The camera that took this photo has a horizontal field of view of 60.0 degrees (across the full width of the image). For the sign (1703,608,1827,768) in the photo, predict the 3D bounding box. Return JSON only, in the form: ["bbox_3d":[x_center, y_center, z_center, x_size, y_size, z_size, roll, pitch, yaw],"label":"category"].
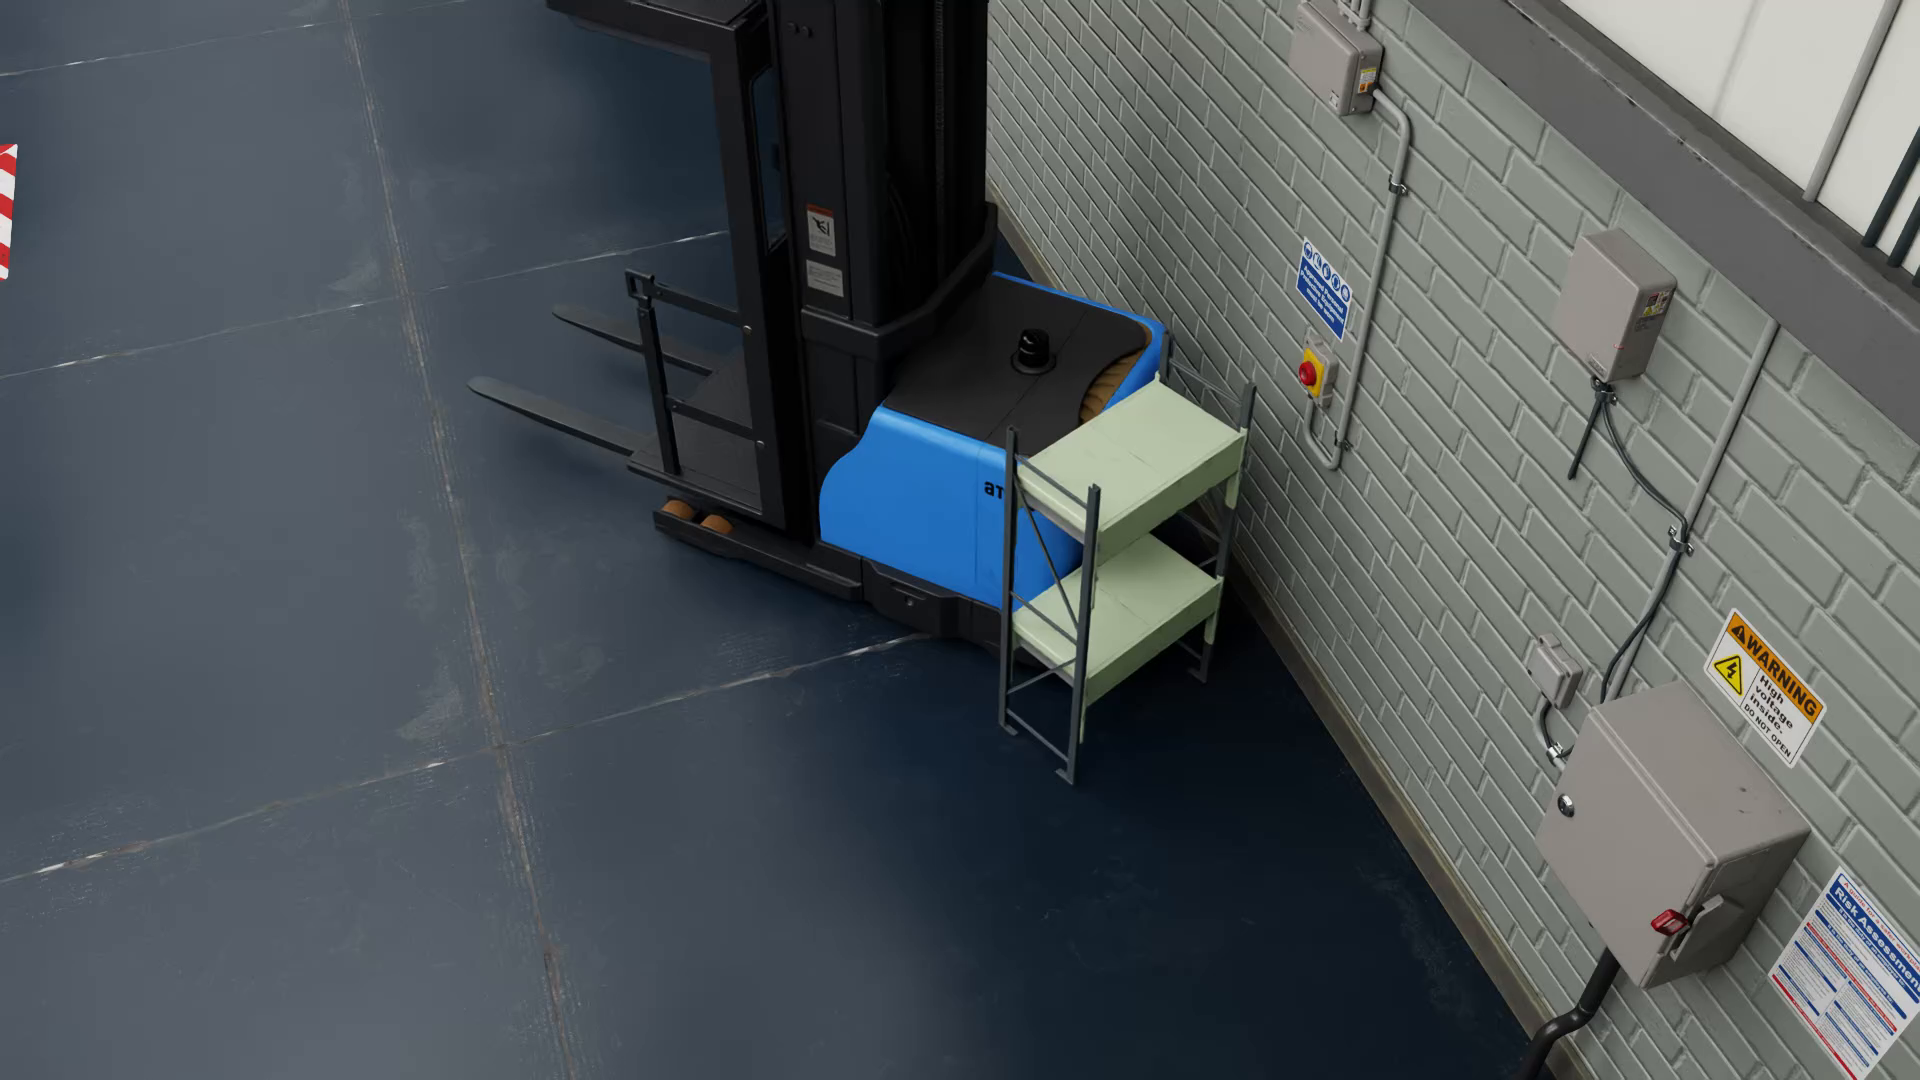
[{"bbox_3d":[1.932,0.355,4.005,0.001,0.242,0.339,-14,47,-14],"label":"sign"}]

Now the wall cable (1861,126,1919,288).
[{"bbox_3d":[2.302,-0.650,1.327,0.133,3.039,2.988,-14,47,-14],"label":"wall cable"}]

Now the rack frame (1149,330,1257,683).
[{"bbox_3d":[0.831,-0.078,6.078,0.023,1.500,0.400,-33,54,-28],"label":"rack frame"}]

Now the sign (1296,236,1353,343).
[{"bbox_3d":[1.221,-0.844,5.592,0.001,0.218,0.327,-14,47,-14],"label":"sign"}]

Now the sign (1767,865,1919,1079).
[{"bbox_3d":[2.119,1.046,3.966,0.001,0.494,0.329,-14,47,-14],"label":"sign"}]

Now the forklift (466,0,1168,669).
[{"bbox_3d":[-0.716,-1.284,6.270,3.031,2.935,1.130,20,49,19],"label":"forklift"}]

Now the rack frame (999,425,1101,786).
[{"bbox_3d":[0.291,0.272,5.729,0.023,1.500,0.400,-33,54,-28],"label":"rack frame"}]

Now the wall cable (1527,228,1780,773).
[{"bbox_3d":[1.673,-0.118,4.342,0.122,1.984,0.588,-14,47,-14],"label":"wall cable"}]

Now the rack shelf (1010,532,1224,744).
[{"bbox_3d":[0.561,0.327,6.134,0.720,0.370,0.431,-33,54,-28],"label":"rack shelf"}]

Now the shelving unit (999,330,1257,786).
[{"bbox_3d":[0.561,0.097,5.904,0.755,1.500,0.431,-33,54,-28],"label":"shelving unit"}]

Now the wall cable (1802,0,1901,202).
[{"bbox_3d":[1.392,-2.502,3.199,0.029,3.000,2.355,-14,47,-14],"label":"wall cable"}]

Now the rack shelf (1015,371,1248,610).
[{"bbox_3d":[0.561,-0.178,5.627,0.720,0.370,0.431,-33,54,-28],"label":"rack shelf"}]

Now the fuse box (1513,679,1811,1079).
[{"bbox_3d":[1.756,1.188,4.667,0.414,1.711,0.539,-14,47,-14],"label":"fuse box"}]

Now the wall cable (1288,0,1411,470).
[{"bbox_3d":[1.180,-1.071,5.270,0.123,1.953,0.585,-14,47,-14],"label":"wall cable"}]
